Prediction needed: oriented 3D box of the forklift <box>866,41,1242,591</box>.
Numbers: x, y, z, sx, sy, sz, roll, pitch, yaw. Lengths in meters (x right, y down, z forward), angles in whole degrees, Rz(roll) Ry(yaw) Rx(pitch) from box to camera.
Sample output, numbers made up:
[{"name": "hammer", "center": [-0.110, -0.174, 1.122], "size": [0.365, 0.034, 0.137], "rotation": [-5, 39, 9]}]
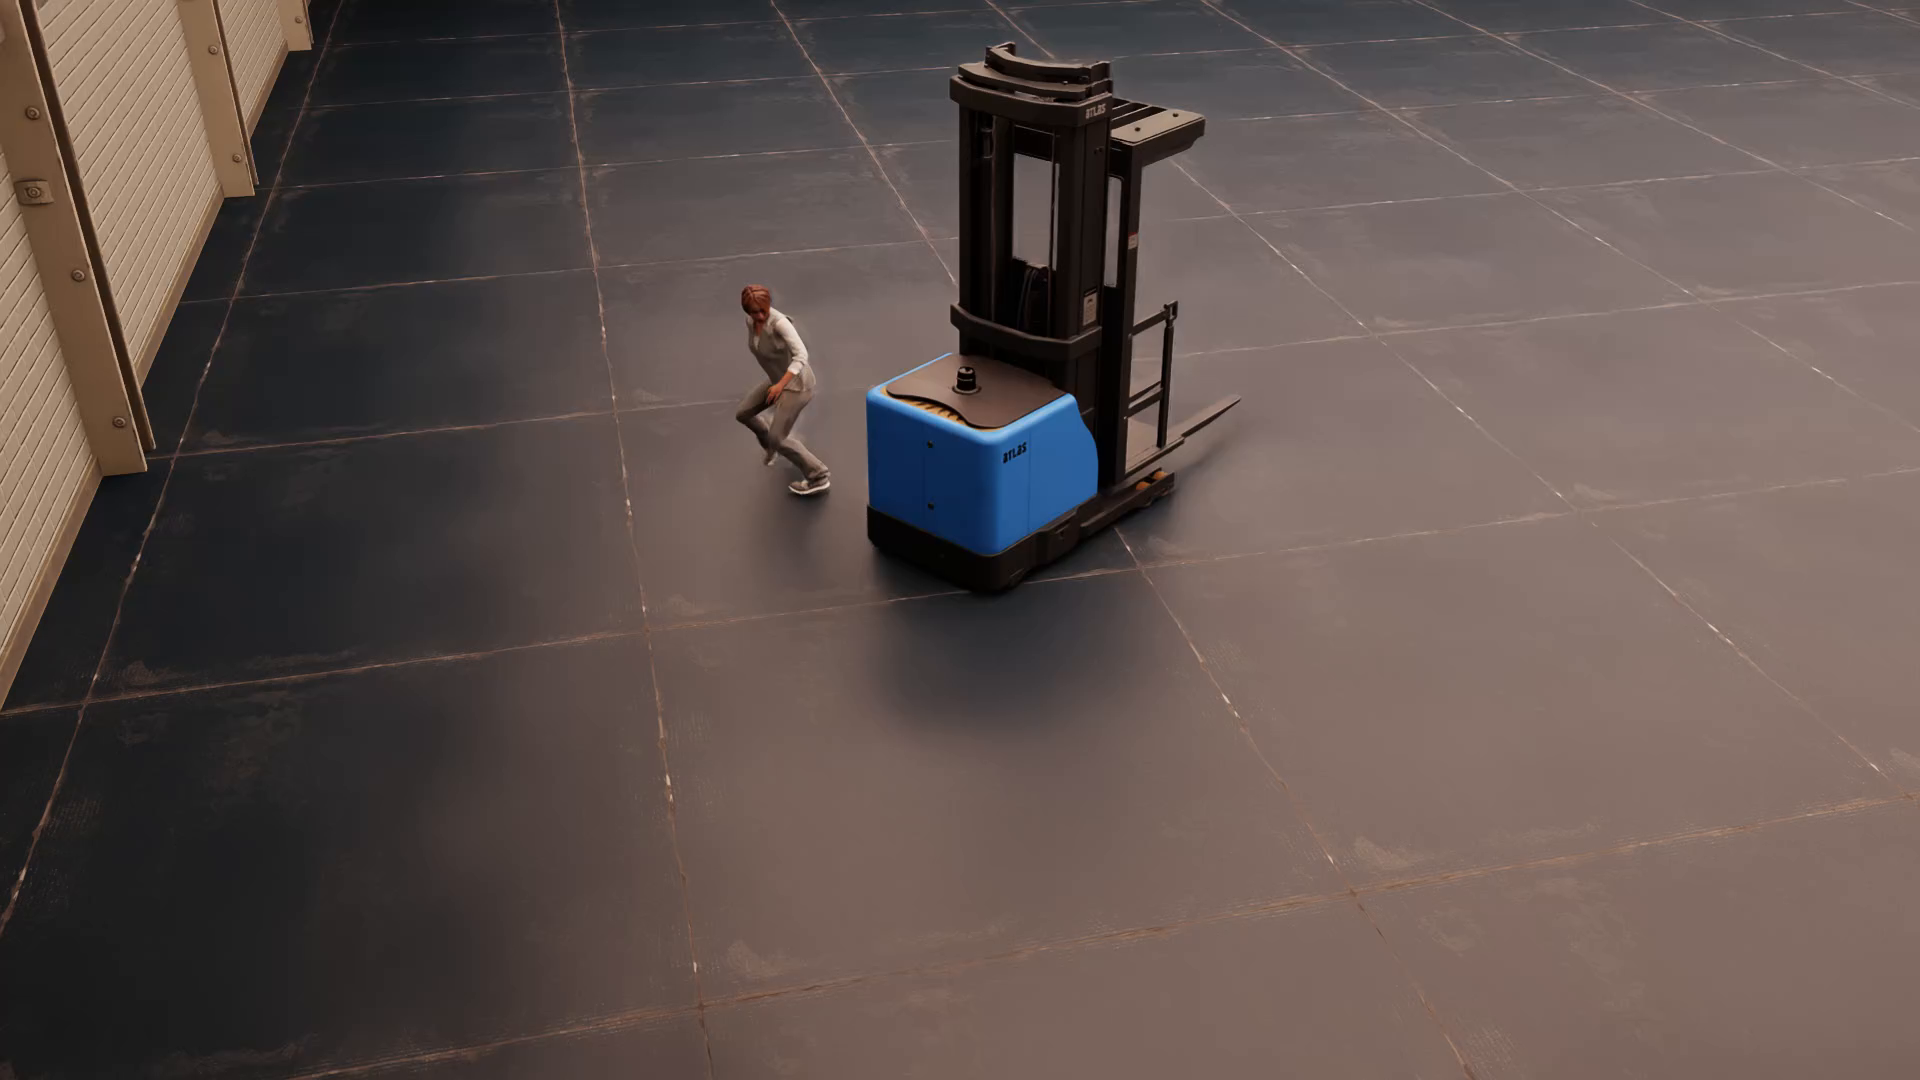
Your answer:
[{"name": "forklift", "center": [0.765, -1.630, 10.390], "size": [1.130, 2.935, 3.031], "rotation": [23, 37, 34]}]

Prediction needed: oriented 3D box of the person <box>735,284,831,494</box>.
[{"name": "person", "center": [-1.220, -1.001, 10.860], "size": [0.492, 1.496, 0.875], "rotation": [-18, 35, -28]}]
